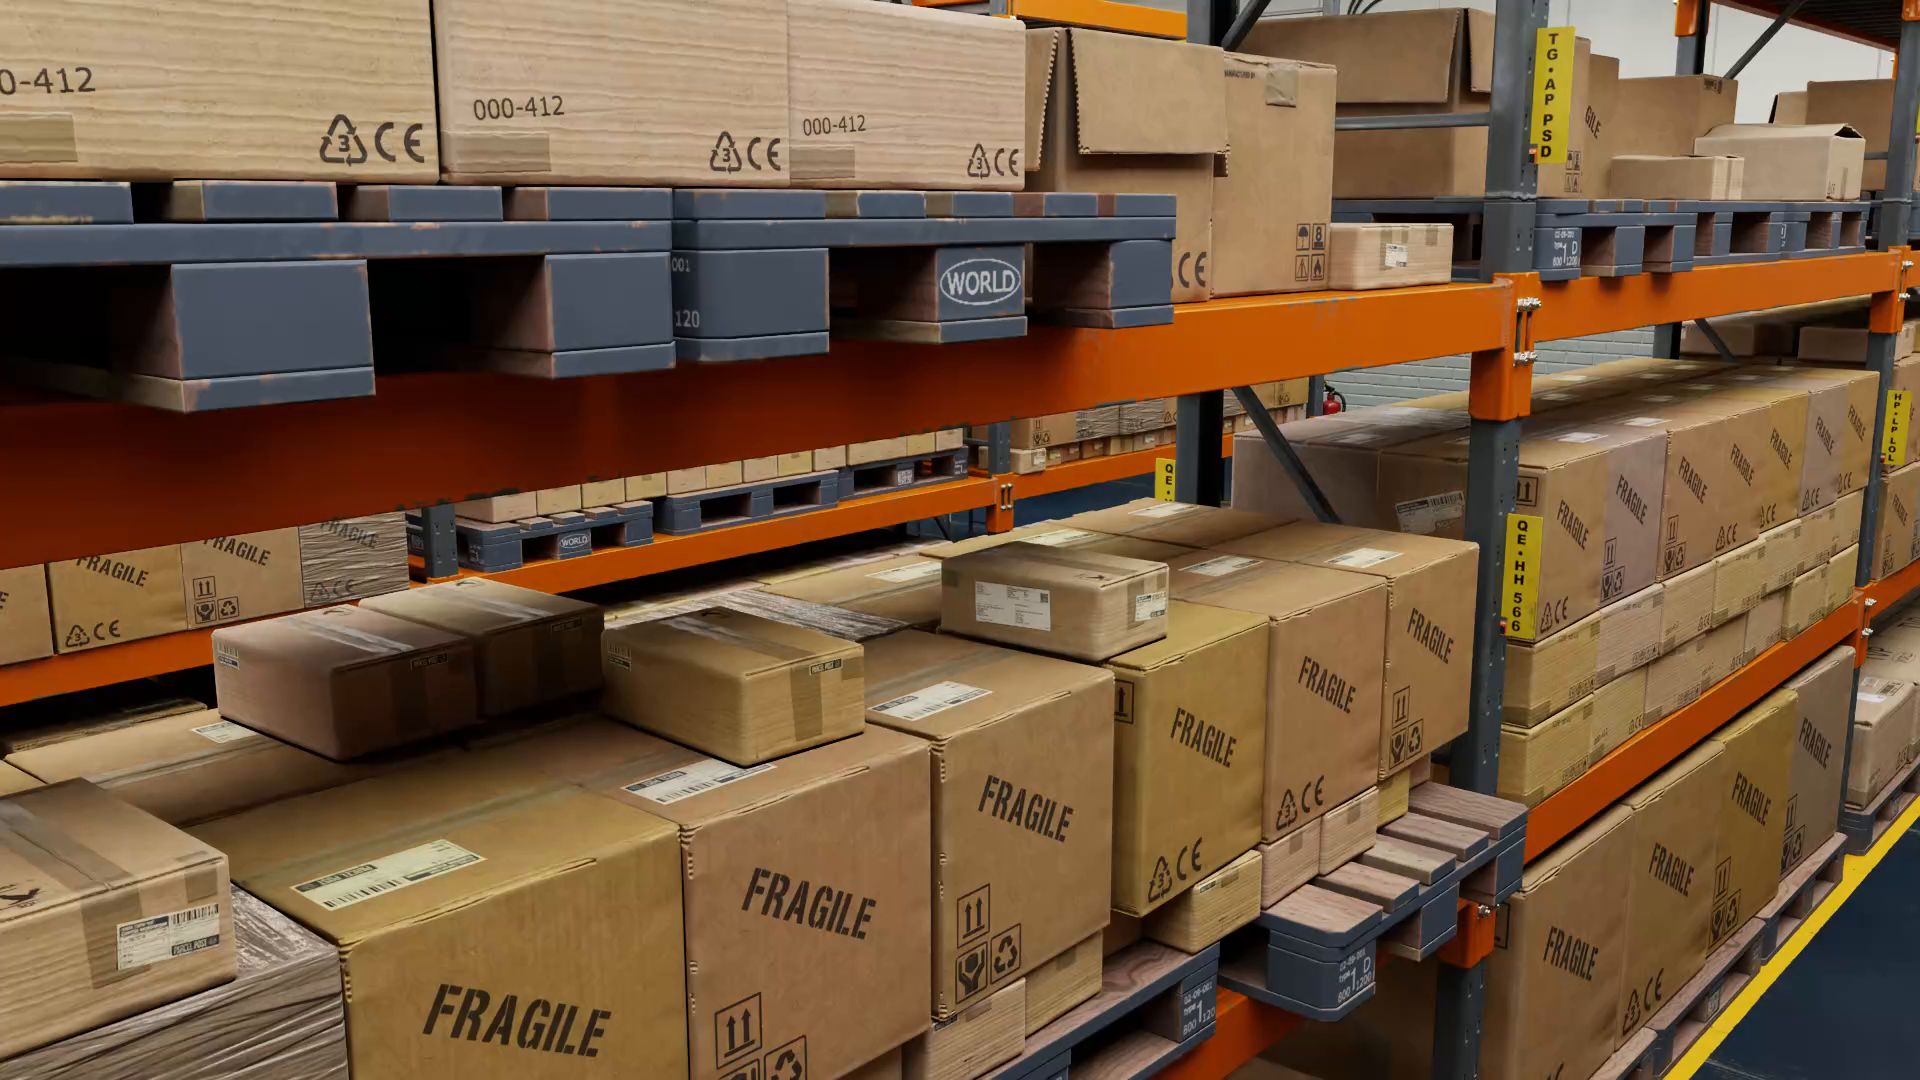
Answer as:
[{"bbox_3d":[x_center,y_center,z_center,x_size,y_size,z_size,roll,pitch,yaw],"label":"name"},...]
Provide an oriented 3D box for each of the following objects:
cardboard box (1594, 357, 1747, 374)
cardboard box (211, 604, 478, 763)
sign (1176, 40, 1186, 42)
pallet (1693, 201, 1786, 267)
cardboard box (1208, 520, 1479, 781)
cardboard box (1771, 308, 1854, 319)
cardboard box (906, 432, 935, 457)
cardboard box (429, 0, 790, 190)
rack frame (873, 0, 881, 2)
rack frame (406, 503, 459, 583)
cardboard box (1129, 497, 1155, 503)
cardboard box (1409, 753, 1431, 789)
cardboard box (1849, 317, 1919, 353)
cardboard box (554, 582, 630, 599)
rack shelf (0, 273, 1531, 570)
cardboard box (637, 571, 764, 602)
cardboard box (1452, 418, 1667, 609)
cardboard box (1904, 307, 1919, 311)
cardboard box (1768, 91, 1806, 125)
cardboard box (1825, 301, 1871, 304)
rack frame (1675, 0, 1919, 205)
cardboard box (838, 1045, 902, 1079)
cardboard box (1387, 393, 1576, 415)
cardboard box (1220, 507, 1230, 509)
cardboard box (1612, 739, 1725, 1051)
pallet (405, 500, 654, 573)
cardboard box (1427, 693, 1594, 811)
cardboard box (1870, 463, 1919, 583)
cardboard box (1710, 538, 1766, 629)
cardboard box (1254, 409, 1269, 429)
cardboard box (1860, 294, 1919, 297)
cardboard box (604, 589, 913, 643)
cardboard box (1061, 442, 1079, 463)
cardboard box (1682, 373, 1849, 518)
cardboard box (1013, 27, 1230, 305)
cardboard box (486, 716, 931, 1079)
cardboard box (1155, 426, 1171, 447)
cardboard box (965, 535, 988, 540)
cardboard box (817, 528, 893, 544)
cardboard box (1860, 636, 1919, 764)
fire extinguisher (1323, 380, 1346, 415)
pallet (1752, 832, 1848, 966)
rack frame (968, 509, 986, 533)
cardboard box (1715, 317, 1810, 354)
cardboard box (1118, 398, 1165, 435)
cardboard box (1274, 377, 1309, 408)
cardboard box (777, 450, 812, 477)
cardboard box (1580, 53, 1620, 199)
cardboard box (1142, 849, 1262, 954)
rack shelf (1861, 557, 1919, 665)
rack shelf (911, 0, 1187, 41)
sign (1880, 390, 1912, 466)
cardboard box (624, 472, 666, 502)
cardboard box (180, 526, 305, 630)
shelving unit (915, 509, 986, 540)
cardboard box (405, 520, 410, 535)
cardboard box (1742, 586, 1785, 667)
[{"bbox_3d":[3.187,-0.544,7.508,0.500,0.500,0.500,10,15,41],"label":"cardboard box"},{"bbox_3d":[-1.007,0.225,2.720,0.380,0.149,0.250,9,15,39],"label":"cardboard box"},{"bbox_3d":[0.642,-1.280,4.821,0.100,0.325,0.005,10,15,40],"label":"sign"},{"bbox_3d":[2.174,-1.089,5.867,1.003,0.211,1.213,11,16,43],"label":"pallet"},{"bbox_3d":[0.962,0.258,4.213,0.500,0.500,0.500,9,15,39],"label":"cardboard box"},{"bbox_3d":[4.549,-1.156,8.917,0.380,0.149,0.250,9,15,39],"label":"cardboard box"},{"bbox_3d":[-0.376,-0.618,10.255,0.380,0.149,0.250,10,15,41],"label":"cardboard box"},{"bbox_3d":[-0.566,-0.568,2.086,0.500,0.250,0.500,10,15,40],"label":"cardboard box"},{"bbox_3d":[-1.110,-4.844,16.528,1.000,3.000,0.127,10,15,40],"label":"rack frame"},{"bbox_3d":[-2.732,-0.069,7.937,1.000,3.000,0.127,10,15,40],"label":"rack frame"},{"bbox_3d":[1.594,-0.236,13.461,0.380,0.149,0.250,10,15,40],"label":"cardboard box"},{"bbox_3d":[1.014,0.552,4.397,0.380,0.149,0.250,11,15,42],"label":"cardboard box"},{"bbox_3d":[4.601,-1.014,8.206,0.380,0.149,0.250,10,15,40],"label":"cardboard box"},{"bbox_3d":[-2.152,0.373,9.120,0.500,0.250,0.500,10,15,41],"label":"cardboard box"},{"bbox_3d":[-0.267,-0.268,3.111,1.077,0.370,4.000,10,15,40],"label":"rack shelf"},{"bbox_3d":[-1.424,0.367,9.149,0.500,0.250,0.500,10,15,41],"label":"cardboard box"},{"bbox_3d":[1.883,-0.098,5.277,0.500,0.500,0.500,10,15,41],"label":"cardboard box"},{"bbox_3d":[5.259,-1.169,8.979,0.380,0.149,0.250,10,15,42],"label":"cardboard box"},{"bbox_3d":[4.560,-2.012,8.413,0.637,0.503,0.797,-11,16,-43],"label":"cardboard box"},{"bbox_3d":[5.221,-1.304,9.657,0.380,0.149,0.250,10,15,41],"label":"cardboard box"},{"bbox_3d":[3.694,-2.974,7.166,1.000,3.000,0.127,10,15,40],"label":"rack frame"},{"bbox_3d":[-0.318,0.866,2.827,0.380,0.149,0.250,10,15,41],"label":"cardboard box"},{"bbox_3d":[1.863,-0.242,5.995,0.500,0.500,0.500,10,15,40],"label":"cardboard box"},{"bbox_3d":[2.105,-0.151,13.035,0.380,0.149,0.250,9,15,39],"label":"cardboard box"},{"bbox_3d":[2.163,1.170,6.084,0.875,0.875,0.875,10,15,41],"label":"cardboard box"},{"bbox_3d":[-2.341,-0.094,8.550,1.213,0.211,1.003,10,15,40],"label":"pallet"},{"bbox_3d":[1.565,0.590,5.020,0.500,0.250,0.500,9,15,39],"label":"cardboard box"},{"bbox_3d":[4.200,-0.117,7.920,0.500,0.500,0.500,10,15,42],"label":"cardboard box"},{"bbox_3d":[2.598,0.121,6.091,0.500,0.250,0.500,10,15,41],"label":"cardboard box"},{"bbox_3d":[2.200,-0.968,13.079,0.380,0.149,0.250,10,15,40],"label":"cardboard box"},{"bbox_3d":[5.892,-1.462,10.447,0.380,0.149,0.250,10,15,42],"label":"cardboard box"},{"bbox_3d":[-0.438,0.421,3.399,0.500,0.500,0.500,9,14,38],"label":"cardboard box"},{"bbox_3d":[0.593,-0.627,11.374,0.380,0.149,0.250,9,14,38],"label":"cardboard box"},{"bbox_3d":[3.251,-0.397,6.769,0.500,0.500,0.500,10,15,41],"label":"cardboard box"},{"bbox_3d":[0.068,-0.737,3.362,0.797,0.503,0.637,10,15,40],"label":"cardboard box"},{"bbox_3d":[-0.396,0.567,2.665,0.500,0.500,0.500,10,15,40],"label":"cardboard box"},{"bbox_3d":[1.316,-0.779,12.134,0.380,0.149,0.250,11,15,42],"label":"cardboard box"},{"bbox_3d":[0.246,0.076,11.896,0.380,0.149,0.250,10,15,40],"label":"cardboard box"},{"bbox_3d":[-0.778,0.069,10.641,0.500,0.250,0.500,9,14,38],"label":"cardboard box"},{"bbox_3d":[4.779,0.808,9.017,0.875,0.438,0.875,9,15,39],"label":"cardboard box"},{"bbox_3d":[3.062,-1.003,13.761,0.296,0.674,0.183,10,15,40],"label":"fire extinguisher"},{"bbox_3d":[3.241,1.458,7.410,1.003,0.211,1.213,10,15,40],"label":"pallet"},{"bbox_3d":[0.237,-0.788,15.368,0.400,1.500,0.023,10,15,40],"label":"rack frame"},{"bbox_3d":[3.913,-1.001,8.140,0.380,0.149,0.250,10,15,42],"label":"cardboard box"},{"bbox_3d":[1.106,-1.036,11.764,0.500,0.500,0.500,9,15,39],"label":"cardboard box"},{"bbox_3d":[2.446,-1.342,13.294,0.500,0.500,0.500,10,15,41],"label":"cardboard box"},{"bbox_3d":[-1.062,-0.464,9.485,0.380,0.149,0.250,11,15,43],"label":"cardboard box"},{"bbox_3d":[1.999,-1.467,5.949,0.500,0.500,0.500,10,15,41],"label":"cardboard box"},{"bbox_3d":[0.415,0.722,3.546,0.380,0.149,0.250,10,15,41],"label":"cardboard box"},{"bbox_3d":[5.014,0.026,9.298,1.077,0.370,4.000,10,15,40],"label":"rack shelf"},{"bbox_3d":[1.229,-3.539,11.840,1.077,0.370,4.000,10,15,40],"label":"rack shelf"},{"bbox_3d":[4.108,-0.493,7.304,0.100,0.325,0.005,10,15,40],"label":"sign"},{"bbox_3d":[-1.753,-0.311,8.716,0.380,0.149,0.250,11,16,43],"label":"cardboard box"},{"bbox_3d":[-3.158,0.056,7.056,0.500,0.500,0.500,10,15,40],"label":"cardboard box"},{"bbox_3d":[-0.004,-0.734,15.098,0.431,1.500,0.755,10,15,40],"label":"shelving unit"},{"bbox_3d":[-4.747,-0.249,13.193,1.225,0.875,0.875,9,14,38],"label":"cardboard box"},{"bbox_3d":[2.902,0.286,6.541,0.500,0.250,0.500,9,15,39],"label":"cardboard box"}]
